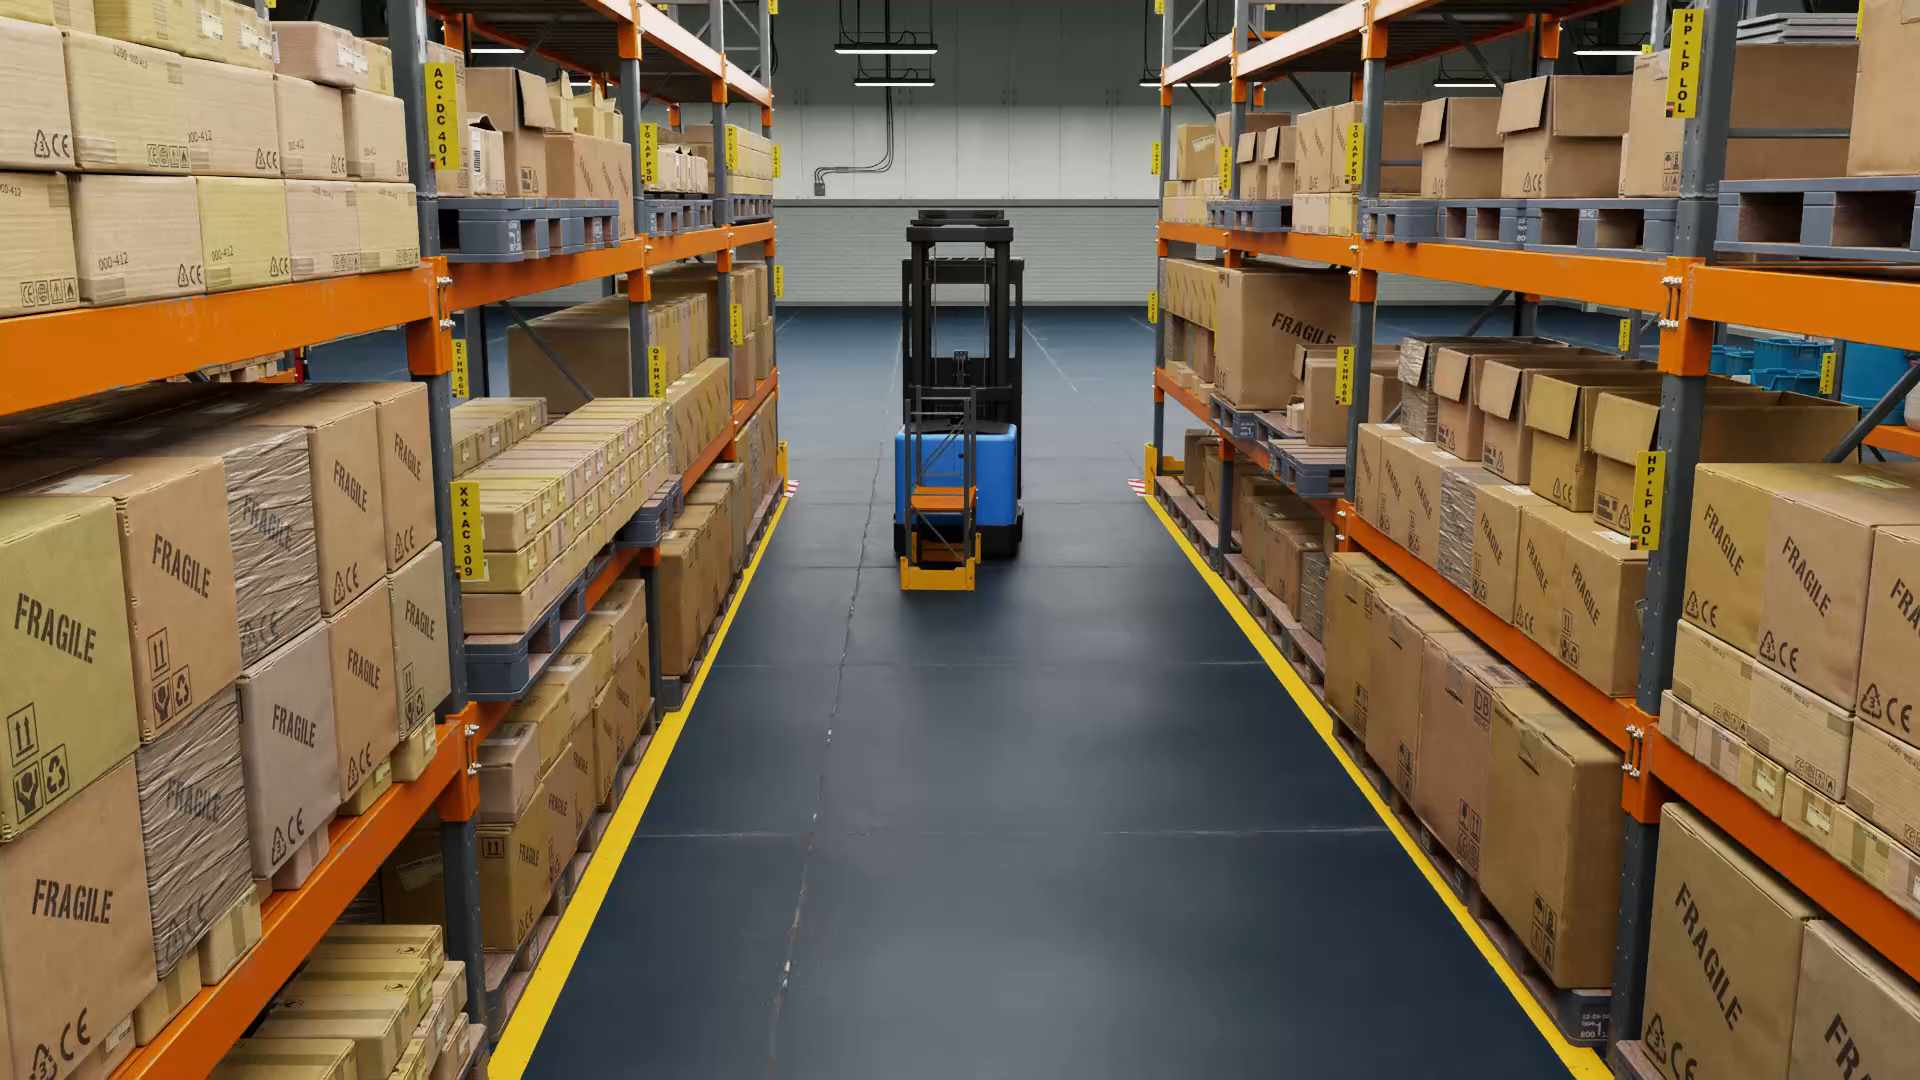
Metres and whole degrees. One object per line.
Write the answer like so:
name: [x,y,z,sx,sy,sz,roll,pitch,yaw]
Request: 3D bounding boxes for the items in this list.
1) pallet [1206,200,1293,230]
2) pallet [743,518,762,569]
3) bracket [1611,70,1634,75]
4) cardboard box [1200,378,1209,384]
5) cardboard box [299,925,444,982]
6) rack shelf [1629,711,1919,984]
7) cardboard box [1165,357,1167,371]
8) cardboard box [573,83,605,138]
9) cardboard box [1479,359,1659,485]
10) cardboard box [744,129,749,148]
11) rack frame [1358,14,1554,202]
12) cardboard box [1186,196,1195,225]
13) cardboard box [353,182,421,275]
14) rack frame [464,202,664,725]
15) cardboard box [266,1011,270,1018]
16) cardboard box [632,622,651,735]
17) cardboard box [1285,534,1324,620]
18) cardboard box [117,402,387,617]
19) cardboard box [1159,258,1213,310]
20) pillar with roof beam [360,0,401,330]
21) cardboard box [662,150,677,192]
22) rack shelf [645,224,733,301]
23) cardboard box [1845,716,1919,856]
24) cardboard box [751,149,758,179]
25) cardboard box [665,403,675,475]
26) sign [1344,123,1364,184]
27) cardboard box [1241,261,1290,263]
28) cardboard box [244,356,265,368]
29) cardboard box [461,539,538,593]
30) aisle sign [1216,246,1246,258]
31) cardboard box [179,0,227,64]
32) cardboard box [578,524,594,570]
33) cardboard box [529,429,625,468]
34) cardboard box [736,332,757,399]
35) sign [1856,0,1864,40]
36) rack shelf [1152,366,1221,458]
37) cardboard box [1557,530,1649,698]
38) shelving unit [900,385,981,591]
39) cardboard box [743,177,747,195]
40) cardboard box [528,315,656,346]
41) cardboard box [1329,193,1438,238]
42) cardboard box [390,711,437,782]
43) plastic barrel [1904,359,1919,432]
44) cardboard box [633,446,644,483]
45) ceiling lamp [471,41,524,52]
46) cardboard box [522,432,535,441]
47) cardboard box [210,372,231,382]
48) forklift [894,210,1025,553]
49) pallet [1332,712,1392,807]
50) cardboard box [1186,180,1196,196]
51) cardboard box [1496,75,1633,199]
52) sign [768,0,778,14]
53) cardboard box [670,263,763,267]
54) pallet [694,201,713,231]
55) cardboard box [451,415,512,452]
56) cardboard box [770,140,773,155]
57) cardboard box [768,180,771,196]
pallet: [2.531,-2.447,12.506,1.213,0.211,1.003,0,11,-1]
pallet: [-2.274,0.023,14.415,1.003,0.211,1.213,0,11,-1]
bracket: [17.365,-11.985,42.447,0.076,0.066,4.783,0,11,-1]
cardboard box: [2.350,-1.360,14.848,0.380,0.149,0.250,0,11,-1]
cardboard box: [-1.903,1.367,5.392,0.380,0.149,0.250,0,11,0]
rack shelf: [2.831,1.148,3.666,1.077,0.370,4.000,0,11,-1]
cardboard box: [2.310,-1.807,17.053,0.380,0.149,0.250,0,11,-1]
cardboard box: [-1.960,-2.110,8.195,0.396,0.266,0.258,0,11,-1]
cardboard box: [2.738,-0.530,7.352,0.797,0.503,0.637,0,11,1]
cardboard box: [-2.027,-3.461,14.350,0.380,0.149,0.250,0,11,-1]
rack frame: [2.707,-3.337,8.877,1.000,3.000,0.127,0,11,-1]
cardboard box: [2.333,-2.983,15.051,0.500,0.250,0.500,0,11,1]
cardboard box: [-1.891,-0.902,4.794,0.500,0.250,0.500,0,11,0]
rack frame: [-2.254,-0.397,9.472,1.000,3.000,0.127,0,11,-1]
cardboard box: [-2.485,1.663,5.431,0.380,0.149,0.250,-1,11,-4]
cardboard box: [-1.979,0.752,9.039,0.500,0.500,0.500,0,11,-1]
cardboard box: [2.631,0.256,11.433,0.700,0.500,0.500,1,11,4]
cardboard box: [-1.875,-0.092,4.452,0.500,0.500,0.500,-1,11,-3]
cardboard box: [2.281,-2.562,16.629,0.500,0.500,0.500,0,11,-1]
pillar with roof beam: [-9.407,-9.512,39.313,9.100,9.000,0.548,0,11,-1]
cardboard box: [-2.059,-2.293,10.342,0.500,0.250,0.500,0,11,0]
rack shelf: [-2.295,-1.912,11.205,1.077,0.370,4.000,0,11,-1]
cardboard box: [2.560,0.622,4.079,0.500,0.250,0.500,0,11,0]
cardboard box: [-2.100,-3.389,14.996,0.500,0.250,0.500,0,11,-1]
cardboard box: [-1.993,-0.536,9.908,0.500,0.500,0.500,0,11,-1]
sign: [2.165,-2.119,9.115,0.100,0.325,0.005,0,11,-1]
cardboard box: [2.824,-2.365,15.660,0.500,0.500,0.500,0,11,-1]
cardboard box: [-7.073,-1.935,16.055,0.500,0.500,0.500,0,11,-1]
cardboard box: [-1.719,0.089,5.902,0.380,0.149,0.250,0,11,0]
aisle sign: [2.841,-3.275,17.120,0.394,0.787,0.004,0,11,-1]
cardboard box: [-1.839,-1.121,3.612,0.380,0.149,0.250,0,11,-2]
cardboard box: [-1.742,0.030,6.943,0.380,0.149,0.250,-1,11,-4]
cardboard box: [-1.761,-0.419,7.658,0.380,0.149,0.250,0,11,2]
cardboard box: [-2.283,-1.556,14.808,0.875,0.550,0.550,0,11,-1]
sign: [7.026,-4.050,12.917,0.100,0.325,0.005,0,11,-1]
rack shelf: [2.583,-1.238,15.424,1.077,0.370,4.000,0,11,-1]
cardboard box: [2.507,0.257,5.997,0.500,0.500,0.500,0,11,-1]
shelving unit: [-0.147,-0.447,13.490,0.587,1.500,1.083,1,11,3]
cardboard box: [-2.020,-3.019,14.174,0.380,0.149,0.250,0,11,-2]
cardboard box: [-2.265,-1.126,10.298,0.700,0.500,0.500,0,11,-2]
cardboard box: [2.452,-1.887,9.651,0.500,0.250,0.500,0,11,-1]
cardboard box: [-1.817,0.628,5.053,0.380,0.149,0.250,-1,11,-3]
plastic barrel: [7.377,-1.088,12.538,0.433,0.535,0.433,0,11,0]
cardboard box: [-1.768,-0.374,8.187,0.380,0.149,0.250,0,11,-1]
ceiling lamp: [-8.818,-10.988,31.909,2.000,3.185,0.800,0,11,-1]
cardboard box: [-2.437,-0.475,8.682,0.380,0.149,0.250,0,11,2]
cardboard box: [-7.048,-1.496,15.523,0.380,0.149,0.250,0,11,-2]
forklift: [0.036,-1.561,15.383,1.130,2.935,3.031,1,11,3]
pallet: [2.648,1.126,8.977,1.003,0.211,1.213,0,11,-1]
cardboard box: [2.310,-3.265,15.440,0.380,0.149,0.250,-1,11,-4]
cardboard box: [2.771,-1.718,7.122,0.797,0.503,0.637,0,11,-2]
sign: [-1.876,-5.423,16.611,0.100,0.325,0.005,0,11,-1]
cardboard box: [-2.450,-2.516,16.824,0.875,0.550,0.550,0,11,-1]
pallet: [-2.268,-2.386,12.215,0.805,0.209,1.217,-1,11,-3]
cardboard box: [-2.424,-0.524,8.176,0.380,0.149,0.250,-1,11,-4]
cardboard box: [-2.073,-3.914,16.583,0.380,0.149,0.250,0,11,-1]
cardboard box: [-2.069,-3.474,16.420,0.380,0.149,0.250,0,11,-1]
